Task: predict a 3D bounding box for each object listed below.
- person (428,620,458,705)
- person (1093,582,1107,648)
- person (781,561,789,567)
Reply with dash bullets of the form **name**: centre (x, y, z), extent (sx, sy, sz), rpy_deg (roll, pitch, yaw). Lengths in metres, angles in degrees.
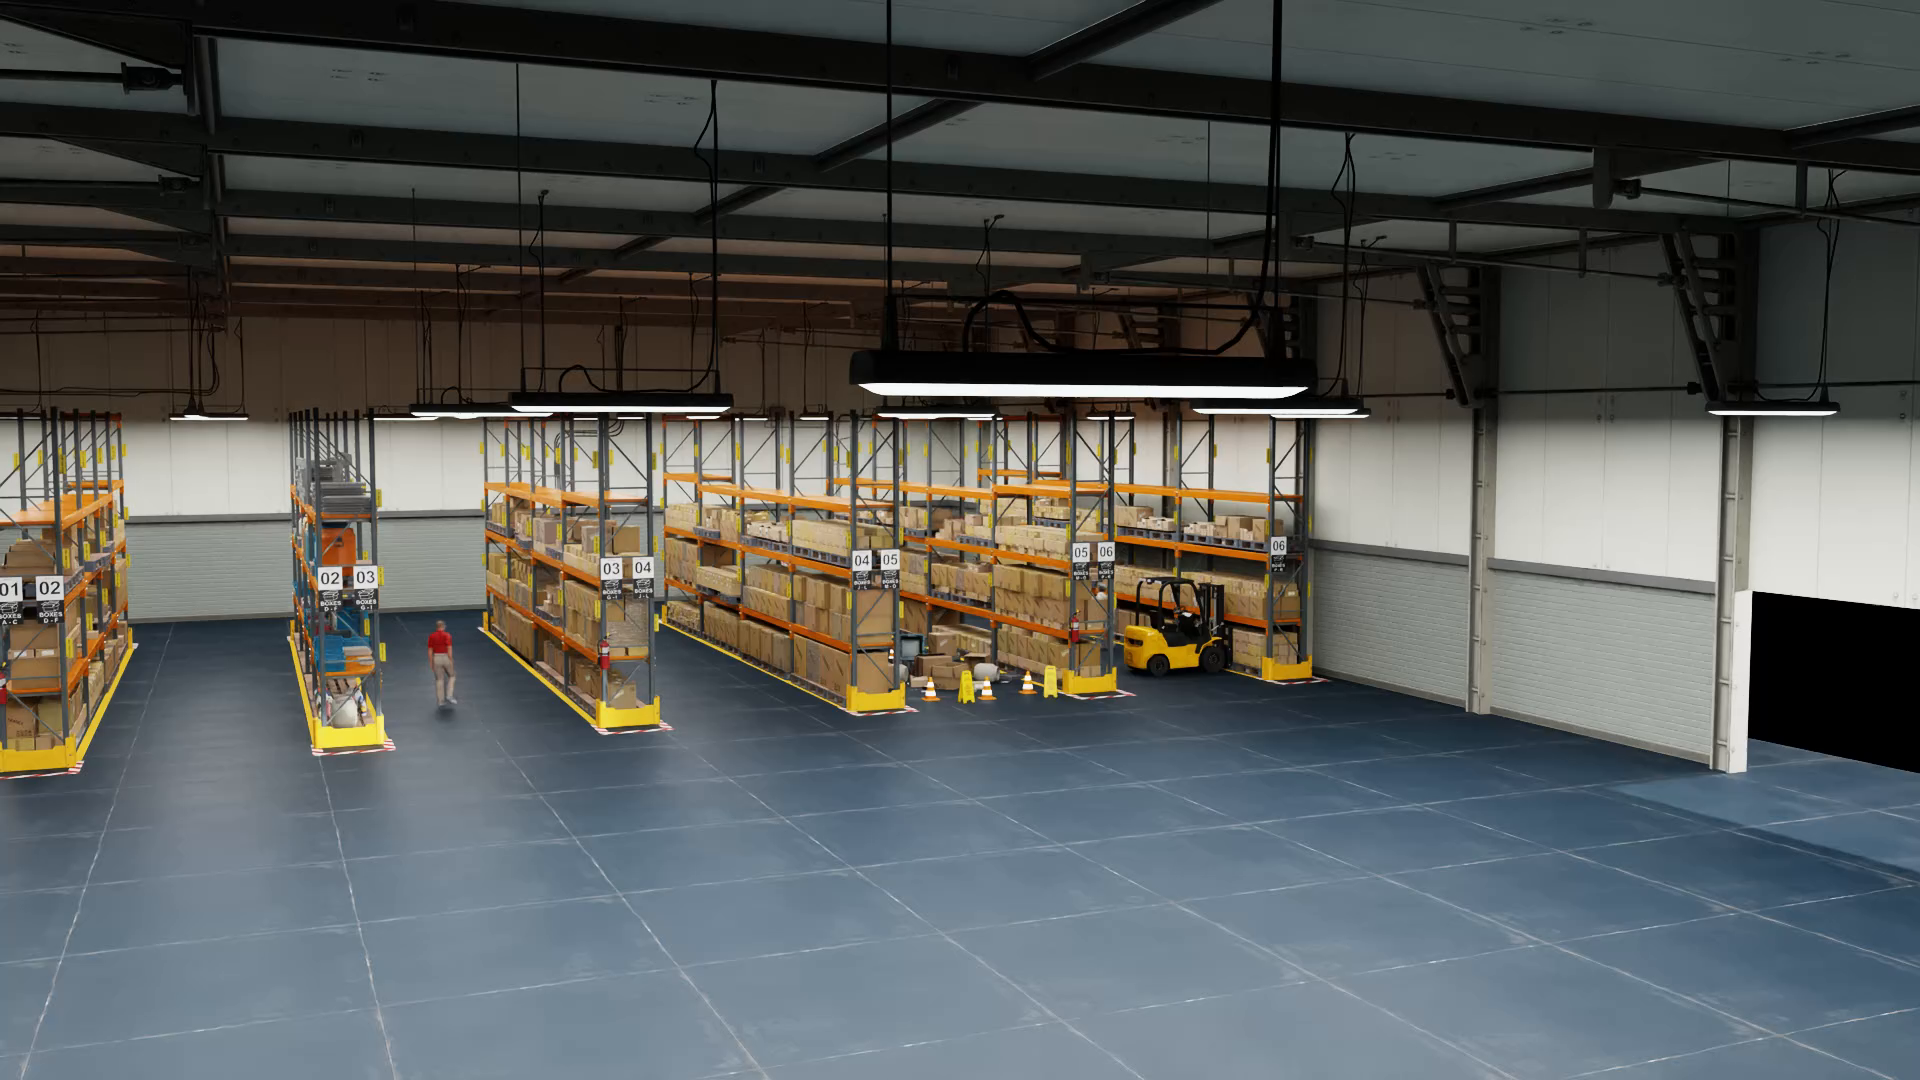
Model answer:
- **person**: centre (-10.516, 2.497, 33.767), extent (0.563, 1.727, 0.522), rpy_deg (-1, 4, -11)
- **person**: centre (3.621, 1.939, 42.243), extent (0.481, 1.717, 0.525), rpy_deg (-3, 5, -40)
- **person**: centre (-5.795, 1.070, 53.853), extent (0.927, 1.754, 0.584), rpy_deg (-4, 6, -43)
